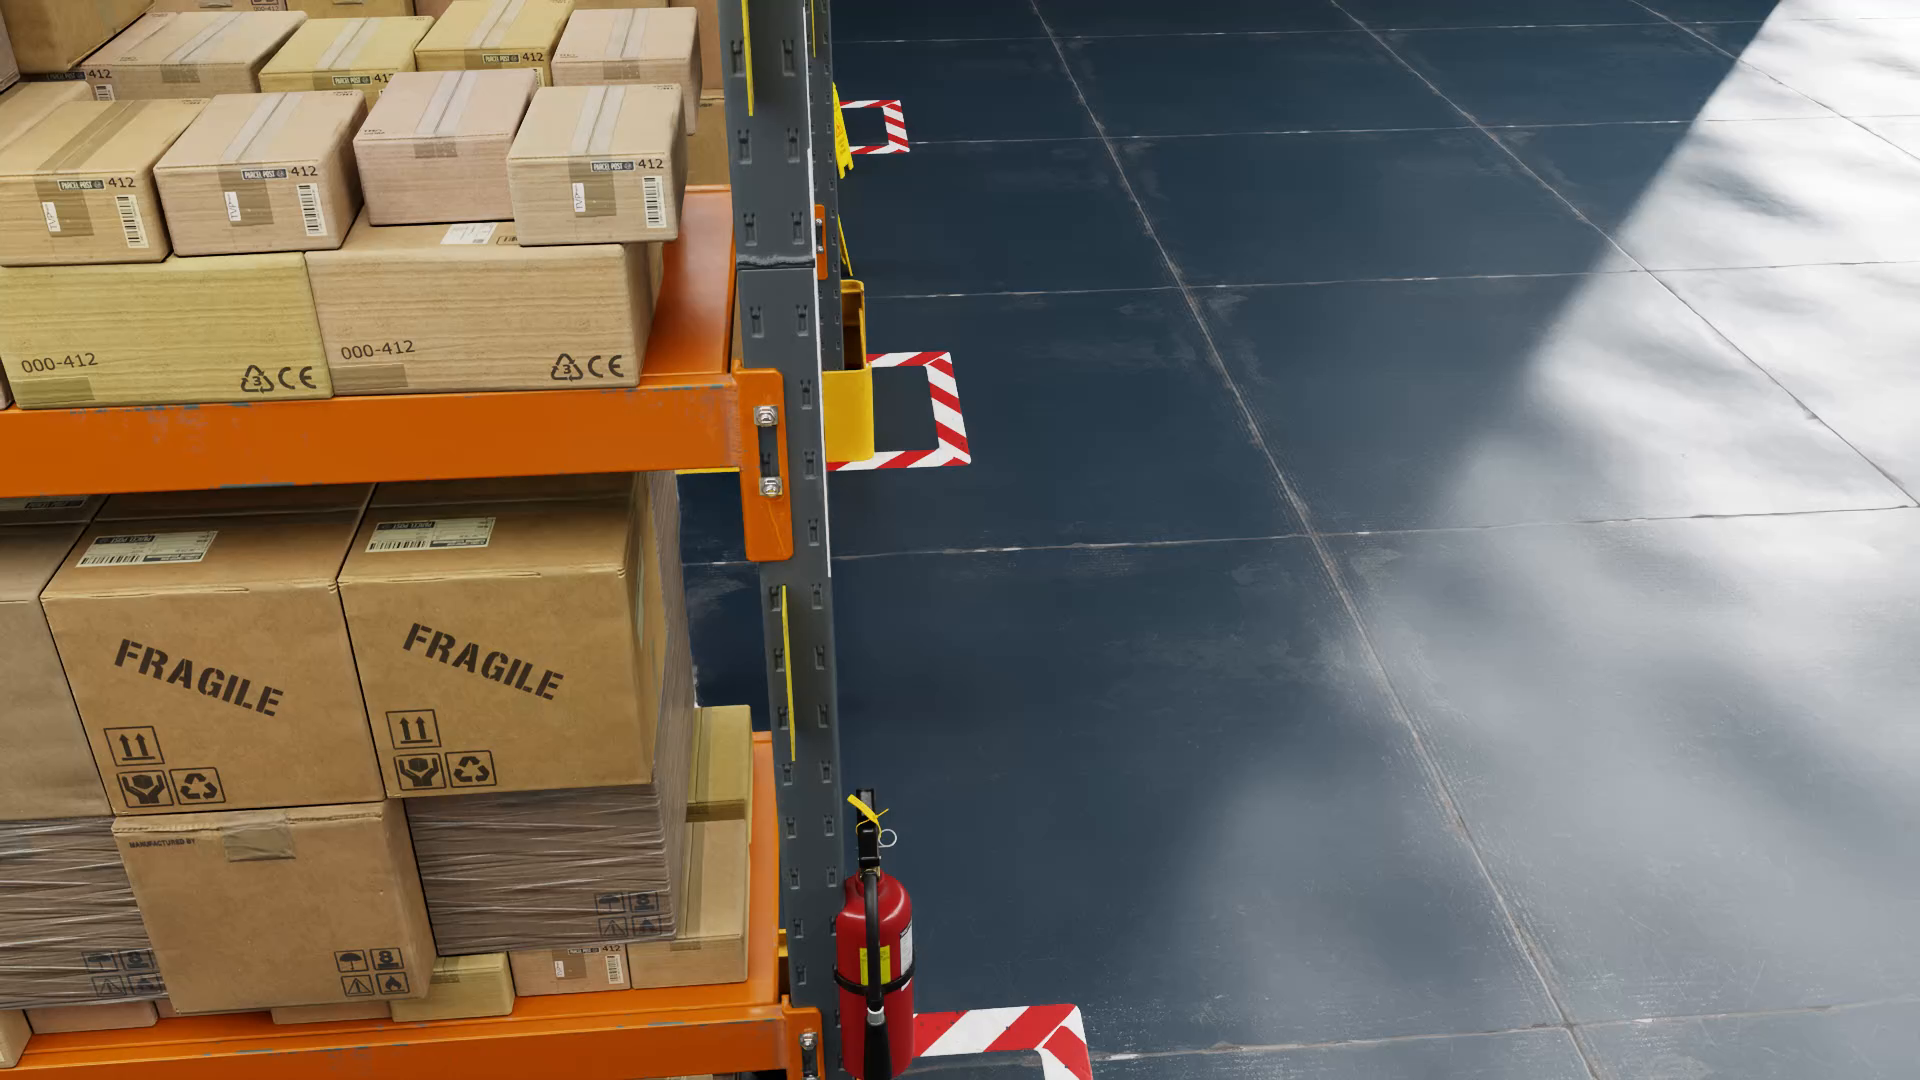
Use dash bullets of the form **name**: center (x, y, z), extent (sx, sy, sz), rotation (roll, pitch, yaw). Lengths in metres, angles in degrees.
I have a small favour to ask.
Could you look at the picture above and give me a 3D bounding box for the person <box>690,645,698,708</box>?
- **person**: center (-1.183, -0.050, 6.239), extent (0.370, 1.682, 0.437), rotation (-2, 31, -3)
